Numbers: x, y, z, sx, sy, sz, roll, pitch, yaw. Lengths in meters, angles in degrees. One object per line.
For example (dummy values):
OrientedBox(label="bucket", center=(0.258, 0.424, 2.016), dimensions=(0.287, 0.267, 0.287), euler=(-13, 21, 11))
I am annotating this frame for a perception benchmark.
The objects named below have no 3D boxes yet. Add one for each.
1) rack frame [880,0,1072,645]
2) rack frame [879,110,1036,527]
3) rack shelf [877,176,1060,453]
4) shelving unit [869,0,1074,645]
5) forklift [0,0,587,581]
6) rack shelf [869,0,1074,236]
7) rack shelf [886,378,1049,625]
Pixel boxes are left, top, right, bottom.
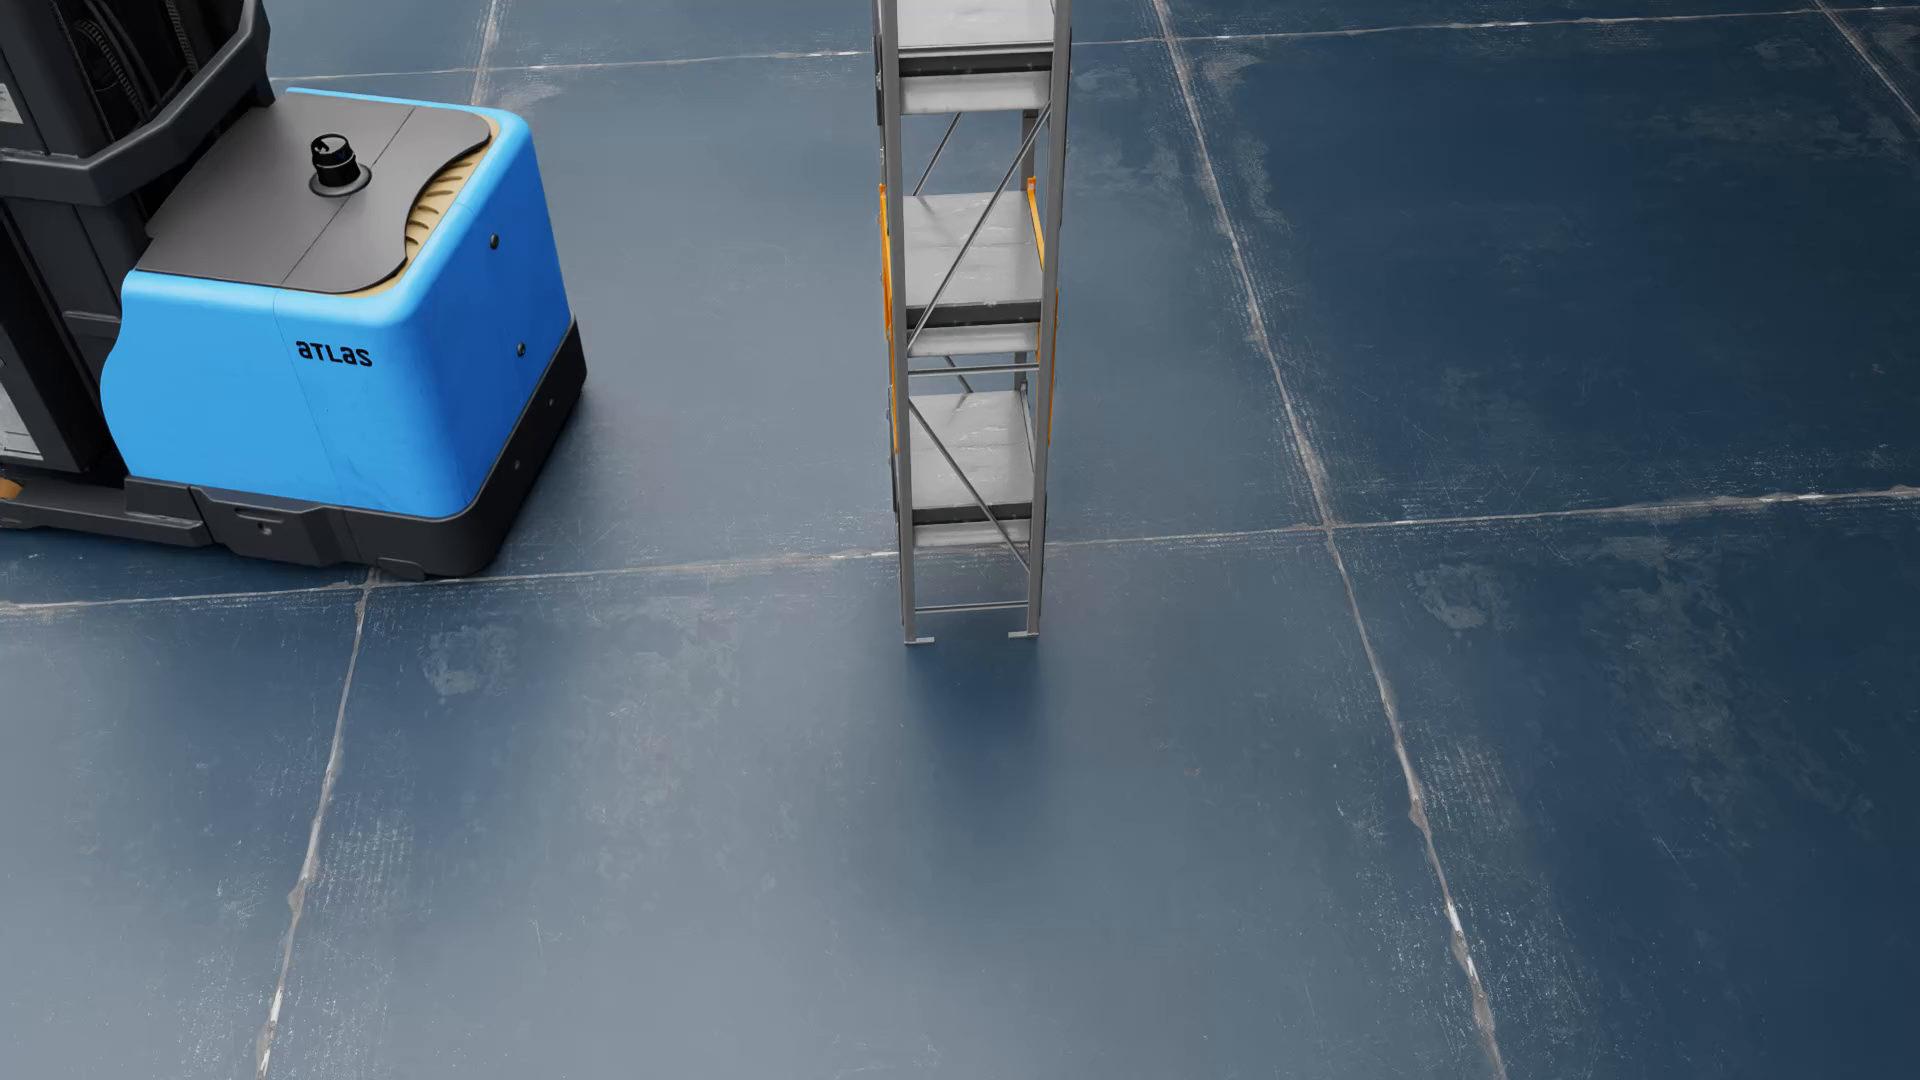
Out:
OrientedBox(label="rack frame", center=(0.034, -0.426, 4.207), dimensions=(0.400, 2.100, 0.015), euler=(-3, 47, -3))
OrientedBox(label="rack frame", center=(-0.007, -0.779, 4.541), dimensions=(0.400, 2.100, 0.015), euler=(-3, 47, -3))
OrientedBox(label="rack shelf", center=(0.014, -0.593, 4.384), dimensions=(0.431, 0.518, 0.480), euler=(-3, 47, -3))
OrientedBox(label="shelving unit", center=(0.014, -0.602, 4.374), dimensions=(0.431, 2.100, 0.503), euler=(-3, 47, -3))
OrientedBox(label="forklift", center=(-2.843, -1.413, 4.569), dimensions=(3.031, 2.935, 1.130), euler=(8, 47, 7))
OrientedBox(label="rack shelf", center=(0.014, -1.074, 3.876), dimensions=(0.431, 0.518, 0.480), euler=(-3, 47, -3))
OrientedBox(label="rack shelf", center=(0.014, -0.112, 4.892), dimensions=(0.431, 0.518, 0.480), euler=(-3, 47, -3))
